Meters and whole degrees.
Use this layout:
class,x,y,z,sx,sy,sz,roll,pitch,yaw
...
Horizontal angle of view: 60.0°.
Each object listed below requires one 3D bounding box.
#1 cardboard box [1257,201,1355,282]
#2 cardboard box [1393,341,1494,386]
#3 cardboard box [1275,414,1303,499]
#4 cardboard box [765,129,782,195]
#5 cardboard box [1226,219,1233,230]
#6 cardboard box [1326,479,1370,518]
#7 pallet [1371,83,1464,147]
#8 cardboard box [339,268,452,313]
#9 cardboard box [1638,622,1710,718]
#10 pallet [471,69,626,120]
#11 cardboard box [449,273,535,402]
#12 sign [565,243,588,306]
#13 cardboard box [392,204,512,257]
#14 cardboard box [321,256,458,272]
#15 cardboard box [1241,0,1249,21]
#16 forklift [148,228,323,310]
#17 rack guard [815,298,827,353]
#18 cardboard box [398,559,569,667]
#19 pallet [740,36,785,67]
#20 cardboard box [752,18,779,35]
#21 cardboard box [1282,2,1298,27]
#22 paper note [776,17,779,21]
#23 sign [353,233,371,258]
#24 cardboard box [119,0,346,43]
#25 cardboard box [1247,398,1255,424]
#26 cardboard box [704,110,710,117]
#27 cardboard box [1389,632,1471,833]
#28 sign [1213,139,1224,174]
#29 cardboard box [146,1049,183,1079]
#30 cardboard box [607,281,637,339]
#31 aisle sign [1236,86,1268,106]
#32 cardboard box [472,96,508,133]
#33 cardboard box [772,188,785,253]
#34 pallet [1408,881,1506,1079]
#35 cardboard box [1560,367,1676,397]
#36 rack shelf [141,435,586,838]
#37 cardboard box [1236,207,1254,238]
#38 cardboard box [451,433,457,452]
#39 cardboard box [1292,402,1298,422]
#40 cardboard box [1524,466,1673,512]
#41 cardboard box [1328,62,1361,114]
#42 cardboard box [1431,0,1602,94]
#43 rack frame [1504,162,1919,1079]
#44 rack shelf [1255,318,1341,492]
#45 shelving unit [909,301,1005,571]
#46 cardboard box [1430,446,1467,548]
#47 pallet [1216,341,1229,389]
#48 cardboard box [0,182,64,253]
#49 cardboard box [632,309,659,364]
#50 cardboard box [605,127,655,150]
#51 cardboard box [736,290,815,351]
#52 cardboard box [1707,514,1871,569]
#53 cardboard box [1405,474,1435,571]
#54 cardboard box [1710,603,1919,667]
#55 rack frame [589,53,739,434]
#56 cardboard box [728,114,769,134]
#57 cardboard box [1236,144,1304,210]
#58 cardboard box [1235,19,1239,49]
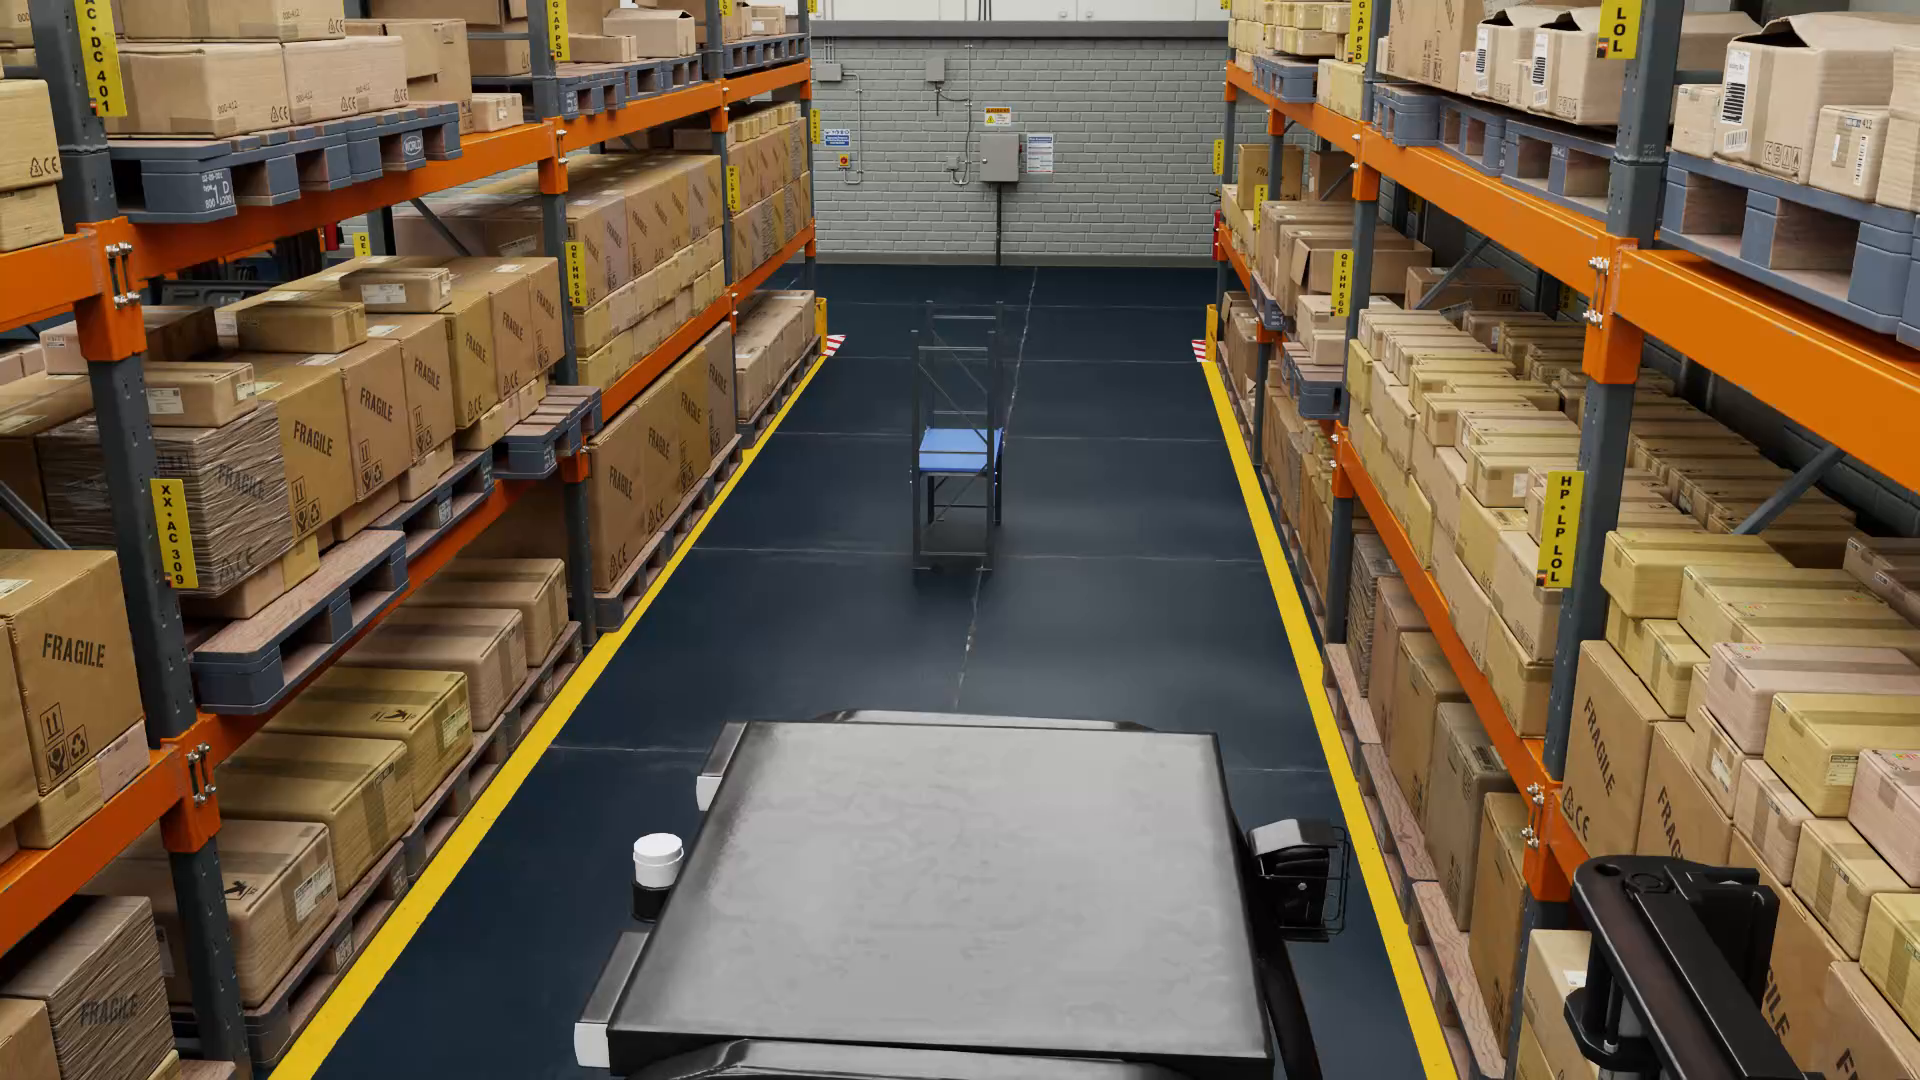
class,x,y,z,sx,sy,sz,roll,pitch,yaw
cardboard box,2.469,-2.092,11.656,0.700,0.500,0.500,2,18,5
cardboard box,2.106,-0.767,7.244,0.380,0.149,0.250,1,18,5
cardboard box,2.399,-0.537,11.083,0.500,0.500,0.500,1,18,2
cardboard box,-1.820,-3.237,14.220,0.500,0.500,0.500,1,18,4
cardboard box,2.716,-3.018,15.718,0.380,0.149,0.250,1,18,3
cardboard box,2.223,-0.227,9.097,0.380,0.149,0.250,0,18,1
pallet,2.480,-1.871,7.302,1.213,0.211,1.003,2,18,6
cardboard box,-2.347,-1.040,6.926,0.380,0.149,0.250,0,18,1
cardboard box,1.851,0.312,3.952,0.380,0.149,0.250,2,18,5
pallet,-2.518,-2.395,8.900,1.213,0.211,1.003,2,18,6
cardboard box,-2.293,-0.938,7.656,0.500,0.500,0.500,1,18,3
sign,-1.969,-1.361,8.528,0.100,0.325,0.005,1,18,4
cardboard box,-2.735,-1.547,9.061,0.500,0.500,0.500,1,18,2
cardboard box,-2.774,-1.112,8.186,0.500,0.500,0.500,1,18,2
cardboard box,2.653,-4.520,14.043,0.500,0.250,0.500,1,18,3
forklift,-4.795,-1.465,10.687,1.130,2.935,3.031,2,18,5
rack guard,-1.936,-2.162,16.719,1.175,0.500,0.348,1,18,4
cardboard box,-2.562,0.367,8.533,0.950,0.372,0.625,0,18,0
pallet,-2.065,-4.115,13.990,1.003,0.211,1.213,1,18,4
cardboard box,-1.831,-4.622,14.962,0.380,0.149,0.250,0,18,0
cardboard box,2.267,-3.359,10.631,0.380,0.149,0.250,1,18,3
paper note,-1.508,-4.304,13.743,0.006,0.032,0.123,1,18,4
sign,-3.065,-1.419,8.578,0.100,0.325,0.005,1,18,4
cardboard box,-2.331,-1.734,5.345,0.500,0.250,0.500,1,18,3
cardboard box,2.474,-1.015,13.107,0.380,0.149,0.250,1,18,2
cardboard box,-2.347,-3.667,14.488,0.380,0.149,0.250,1,18,4
cardboard box,2.294,0.786,6.845,0.875,0.625,0.625,1,18,2
sign,2.472,-3.656,15.874,0.100,0.325,0.005,1,18,4
cardboard box,-2.572,1.681,4.717,0.500,0.250,0.500,2,18,6
cardboard box,-2.191,-1.337,9.623,0.500,0.250,0.500,2,18,5
aisle sign,2.725,-4.496,15.652,0.394,0.787,0.004,1,18,4
cardboard box,-2.334,-1.984,7.747,0.380,0.149,0.250,1,18,4
cardboard box,-1.811,-2.758,14.363,0.500,0.500,0.500,2,18,6
pallet,2.167,1.589,5.733,1.003,0.211,1.213,1,18,4
cardboard box,2.653,-0.599,6.732,0.380,0.149,0.250,1,18,3
rack shelf,-2.655,0.105,6.940,1.077,0.370,4.000,1,18,4
cardboard box,2.628,-2.695,14.093,0.500,0.250,0.500,1,18,2
cardboard box,-2.396,-0.428,7.141,0.380,0.149,0.250,1,18,4
cardboard box,2.425,-0.875,11.075,0.380,0.149,0.250,1,18,4
cardboard box,2.027,-0.128,5.294,0.380,0.149,0.250,1,18,4
cardboard box,2.270,-2.423,8.925,0.500,0.250,0.500,1,18,4
cardboard box,2.072,-1.933,6.191,0.500,0.500,0.500,2,18,5
rack frame,2.153,0.494,4.598,1.000,3.000,0.127,1,18,4
rack shelf,2.583,-1.028,10.397,1.077,0.370,4.000,1,18,4
shelving unit,-0.006,-0.686,10.609,0.538,1.500,1.048,1,18,4
cardboard box,2.005,-0.149,5.999,0.500,0.250,0.500,2,18,5
pallet,2.952,-1.636,15.578,1.003,0.211,1.213,1,18,4
cardboard box,-2.516,-0.817,4.184,0.380,0.149,0.250,1,18,4
cardboard box,-2.163,-1.256,10.179,0.500,0.250,0.500,2,18,6
cardboard box,-2.520,-3.034,12.557,0.380,0.149,0.250,1,18,3
cardboard box,-1.885,-2.117,16.008,0.875,0.438,0.875,1,18,2
cardboard box,2.392,0.034,4.800,0.380,0.149,0.250,1,18,3
cardboard box,2.054,-0.067,6.552,0.500,0.250,0.500,2,18,6
cardboard box,1.896,0.252,3.657,0.380,0.149,0.250,1,18,3
rack frame,-2.225,-2.100,12.515,1.000,3.000,0.127,1,18,4
cardboard box,-1.815,-3.496,13.967,0.380,0.149,0.250,1,18,4
cardboard box,2.605,-3.059,13.999,0.500,0.500,0.500,2,18,5
cardboard box,2.693,-4.438,14.597,0.500,0.250,0.500,2,18,5
